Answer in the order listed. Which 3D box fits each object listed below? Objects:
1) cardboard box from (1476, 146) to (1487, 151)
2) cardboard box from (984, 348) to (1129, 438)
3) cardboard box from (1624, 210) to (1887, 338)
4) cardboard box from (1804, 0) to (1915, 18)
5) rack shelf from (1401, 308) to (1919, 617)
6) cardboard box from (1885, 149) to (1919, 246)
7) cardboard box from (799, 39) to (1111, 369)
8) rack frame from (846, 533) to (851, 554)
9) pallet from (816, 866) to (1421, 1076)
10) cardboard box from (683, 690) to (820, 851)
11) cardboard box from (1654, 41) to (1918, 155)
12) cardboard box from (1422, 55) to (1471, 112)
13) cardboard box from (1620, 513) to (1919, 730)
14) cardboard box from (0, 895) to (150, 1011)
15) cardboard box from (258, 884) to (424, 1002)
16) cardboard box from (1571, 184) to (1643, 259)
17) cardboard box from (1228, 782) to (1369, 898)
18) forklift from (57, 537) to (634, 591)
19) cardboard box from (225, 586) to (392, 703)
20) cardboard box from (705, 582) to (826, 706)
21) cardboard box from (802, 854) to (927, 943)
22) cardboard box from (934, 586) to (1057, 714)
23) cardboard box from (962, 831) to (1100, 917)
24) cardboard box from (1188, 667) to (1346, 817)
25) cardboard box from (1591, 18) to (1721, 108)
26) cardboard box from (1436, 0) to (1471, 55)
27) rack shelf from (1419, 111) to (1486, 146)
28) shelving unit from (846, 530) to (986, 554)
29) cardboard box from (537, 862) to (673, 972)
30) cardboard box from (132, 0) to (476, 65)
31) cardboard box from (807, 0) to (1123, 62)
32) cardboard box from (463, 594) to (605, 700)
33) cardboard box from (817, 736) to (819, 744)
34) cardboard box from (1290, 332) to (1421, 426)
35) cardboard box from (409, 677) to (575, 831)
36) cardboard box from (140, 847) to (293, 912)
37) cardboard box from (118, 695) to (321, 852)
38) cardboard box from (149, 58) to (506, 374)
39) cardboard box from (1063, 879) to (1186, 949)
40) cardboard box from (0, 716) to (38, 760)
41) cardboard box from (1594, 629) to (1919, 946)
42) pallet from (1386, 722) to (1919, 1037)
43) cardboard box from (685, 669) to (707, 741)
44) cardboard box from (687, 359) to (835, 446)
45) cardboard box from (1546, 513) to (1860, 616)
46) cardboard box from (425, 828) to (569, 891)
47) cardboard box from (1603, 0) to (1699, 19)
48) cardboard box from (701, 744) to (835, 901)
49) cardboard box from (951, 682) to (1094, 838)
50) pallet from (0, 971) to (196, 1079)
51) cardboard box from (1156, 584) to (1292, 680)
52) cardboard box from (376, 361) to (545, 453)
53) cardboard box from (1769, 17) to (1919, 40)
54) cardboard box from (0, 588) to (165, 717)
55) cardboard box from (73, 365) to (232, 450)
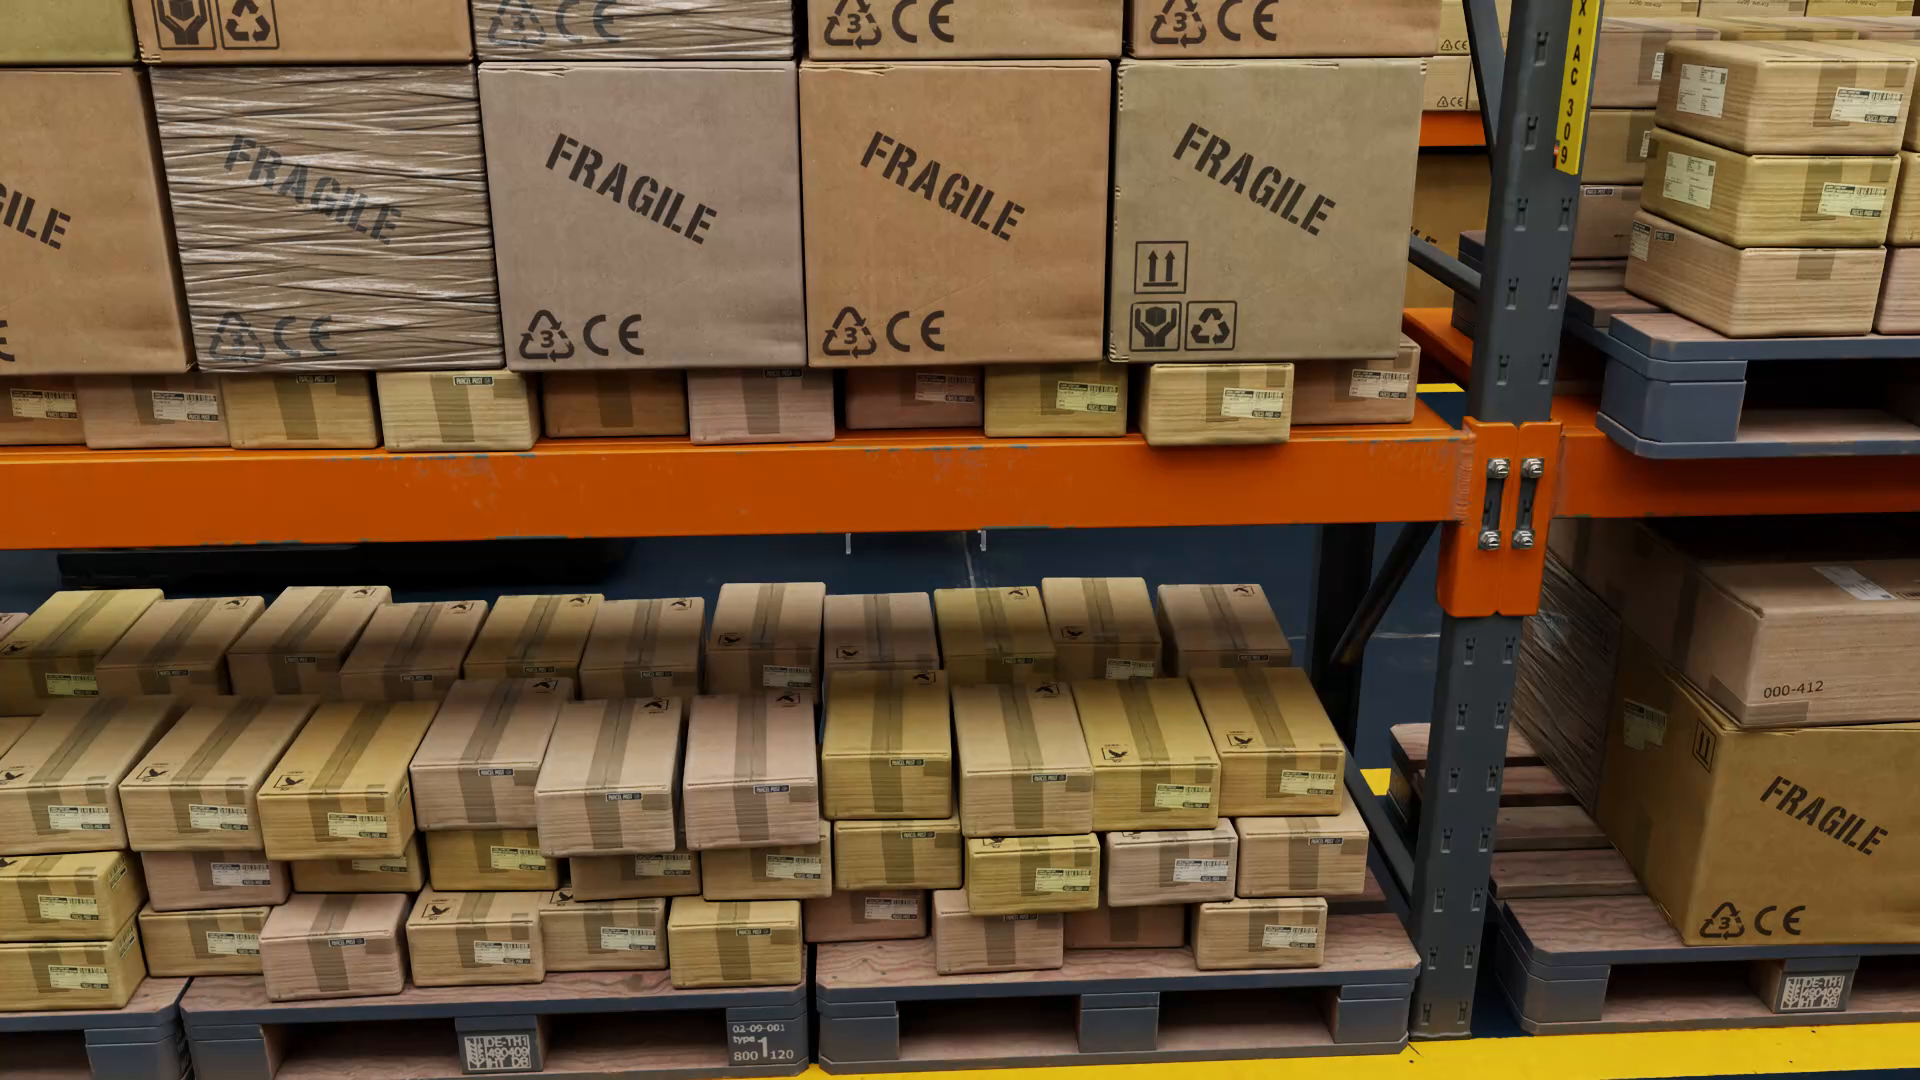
[{"bbox_3d":[2.984,-1.590,8.476,0.875,0.875,0.875,-1,21,-2],"label":"cardboard box"},{"bbox_3d":[0.166,-0.315,3.087,0.250,0.149,0.380,0,21,-1],"label":"cardboard box"},{"bbox_3d":[1.378,-0.473,2.911,0.250,0.149,0.380,-2,21,-6],"label":"cardboard box"},{"bbox_3d":[4.100,-2.451,7.851,0.500,0.250,0.500,-1,21,-3],"label":"cardboard box"},{"bbox_3d":[2.955,-0.254,3.584,4.000,0.370,1.077,-1,21,-3],"label":"rack shelf"},{"bbox_3d":[1.637,-0.618,2.874,0.250,0.149,0.380,-2,21,-4],"label":"cardboard box"},{"bbox_3d":[-0.027,-0.615,2.963,0.500,0.500,0.500,-2,21,-5],"label":"cardboard box"},{"bbox_3d":[-0.409,-0.552,5.886,0.015,1.200,0.240,-1,21,-3],"label":"rack frame"},{"bbox_3d":[0.290,0.780,3.777,1.213,0.211,1.003,-1,21,-3],"label":"pallet"},{"bbox_3d":[-0.411,0.451,3.302,0.250,0.149,0.380,-2,21,-6],"label":"cardboard box"},{"bbox_3d":[1.378,-0.751,2.805,0.250,0.149,0.380,0,21,0],"label":"cardboard box"},{"bbox_3d":[2.059,-2.167,7.808,0.500,0.250,0.500,-1,21,-3],"label":"cardboard box"},{"bbox_3d":[1.712,0.150,3.379,0.500,0.250,0.500,-2,21,-5],"label":"cardboard box"},{"bbox_3d":[-1.728,0.762,3.319,0.250,0.149,0.380,-1,21,-2],"label":"cardboard box"},{"bbox_3d":[-1.225,0.749,3.354,0.250,0.149,0.380,-2,21,-6],"label":"cardboard box"},{"bbox_3d":[1.344,-0.707,3.525,0.250,0.149,0.380,-2,21,-4],"label":"cardboard box"},{"bbox_3d":[0.662,0.567,3.416,0.250,0.149,0.380,-1,21,-2],"label":"cardboard box"},{"bbox_3d":[-2.689,-1.381,5.629,3.031,2.935,1.130,-1,21,-2],"label":"forklift"},{"bbox_3d":[-1.488,0.246,3.841,0.250,0.149,0.380,0,21,-1],"label":"cardboard box"},{"bbox_3d":[-0.443,0.238,3.860,0.250,0.149,0.380,-1,21,-2],"label":"cardboard box"},{"bbox_3d":[-0.208,0.681,3.532,0.250,0.149,0.380,-2,21,-4],"label":"cardboard box"},{"bbox_3d":[0.075,0.249,3.832,0.250,0.149,0.380,-1,21,-4],"label":"cardboard box"},{"bbox_3d":[0.126,0.588,3.359,0.250,0.149,0.380,-2,21,-5],"label":"cardboard box"},{"bbox_3d":[0.618,0.408,3.414,0.250,0.149,0.380,-1,21,-2],"label":"cardboard box"},{"bbox_3d":[1.348,-0.984,3.417,0.250,0.149,0.380,0,21,-1],"label":"cardboard box"},{"bbox_3d":[2.055,-2.400,7.717,0.500,0.250,0.500,-1,21,-2],"label":"cardboard box"},{"bbox_3d":[2.572,-2.011,8.197,4.000,0.370,1.077,-1,21,-3],"label":"rack shelf"},{"bbox_3d":[-0.165,-0.557,5.899,0.503,1.200,0.258,-1,21,-3],"label":"shelving unit"},{"bbox_3d":[-0.711,0.718,3.437,0.250,0.149,0.380,-1,21,-2],"label":"cardboard box"},{"bbox_3d":[-1.039,-1.063,2.734,0.500,0.500,0.500,-2,21,-5],"label":"cardboard box"},{"bbox_3d":[-0.011,-1.085,2.791,0.500,0.500,0.500,-2,21,-5],"label":"cardboard box"},{"bbox_3d":[-0.959,0.264,3.792,0.250,0.149,0.380,-1,21,-3],"label":"cardboard box"},{"bbox_3d":[-0.451,0.549,3.879,0.250,0.149,0.380,-2,21,-5],"label":"cardboard box"},{"bbox_3d":[0.687,-0.344,3.161,0.250,0.149,0.380,-1,21,-4],"label":"cardboard box"},{"bbox_3d":[-0.934,0.427,3.365,0.250,0.149,0.380,-1,21,-3],"label":"cardboard box"},{"bbox_3d":[-1.459,0.581,3.377,0.250,0.149,0.380,-2,21,-6],"label":"cardboard box"},{"bbox_3d":[-1.445,0.455,3.291,0.250,0.149,0.380,0,21,-1],"label":"cardboard box"},{"bbox_3d":[-1.040,-0.603,2.931,0.500,0.500,0.500,-2,21,-4],"label":"cardboard box"},{"bbox_3d":[0.322,0.691,3.507,0.250,0.149,0.380,-1,21,-2],"label":"cardboard box"},{"bbox_3d":[-1.965,0.492,3.195,0.250,0.149,0.380,-1,21,-3],"label":"cardboard box"},{"bbox_3d":[1.712,0.501,3.512,0.500,0.500,0.500,0,21,-1],"label":"cardboard box"},{"bbox_3d":[1.736,0.737,3.889,1.213,0.211,1.003,-1,21,-3],"label":"pallet"},{"bbox_3d":[-0.711,0.380,3.906,0.250,0.149,0.380,-1,21,-3],"label":"cardboard box"},{"bbox_3d":[-0.363,-0.303,3.053,0.250,0.149,0.380,-2,21,-5],"label":"cardboard box"},{"bbox_3d":[1.688,-0.033,3.862,0.500,0.250,0.500,-2,21,-4],"label":"cardboard box"},{"bbox_3d":[-0.921,0.559,3.435,0.250,0.149,0.380,0,21,-1],"label":"cardboard box"},{"bbox_3d":[3.078,-2.422,7.774,0.500,0.250,0.500,-2,21,-4],"label":"cardboard box"},{"bbox_3d":[-0.383,0.571,3.405,0.250,0.149,0.380,-1,21,-2],"label":"cardboard box"},{"bbox_3d":[0.117,0.435,3.344,0.250,0.149,0.380,-1,21,-4],"label":"cardboard box"},{"bbox_3d":[-2.146,0.829,3.647,1.213,0.211,1.003,-1,21,-3],"label":"pallet"},{"bbox_3d":[0.603,0.242,3.851,0.250,0.149,0.380,0,21,-1],"label":"cardboard box"},{"bbox_3d":[-0.870,-0.286,3.010,0.250,0.149,0.380,-1,21,-2],"label":"cardboard box"},{"bbox_3d":[1.875,-0.995,3.444,0.250,0.149,0.380,-2,21,-5],"label":"cardboard box"},{"bbox_3d":[-2.015,0.254,3.820,0.250,0.149,0.380,-2,21,-4],"label":"cardboard box"},{"bbox_3d":[-1.398,-0.293,3.029,0.250,0.149,0.380,-2,21,-4],"label":"cardboard box"}]
